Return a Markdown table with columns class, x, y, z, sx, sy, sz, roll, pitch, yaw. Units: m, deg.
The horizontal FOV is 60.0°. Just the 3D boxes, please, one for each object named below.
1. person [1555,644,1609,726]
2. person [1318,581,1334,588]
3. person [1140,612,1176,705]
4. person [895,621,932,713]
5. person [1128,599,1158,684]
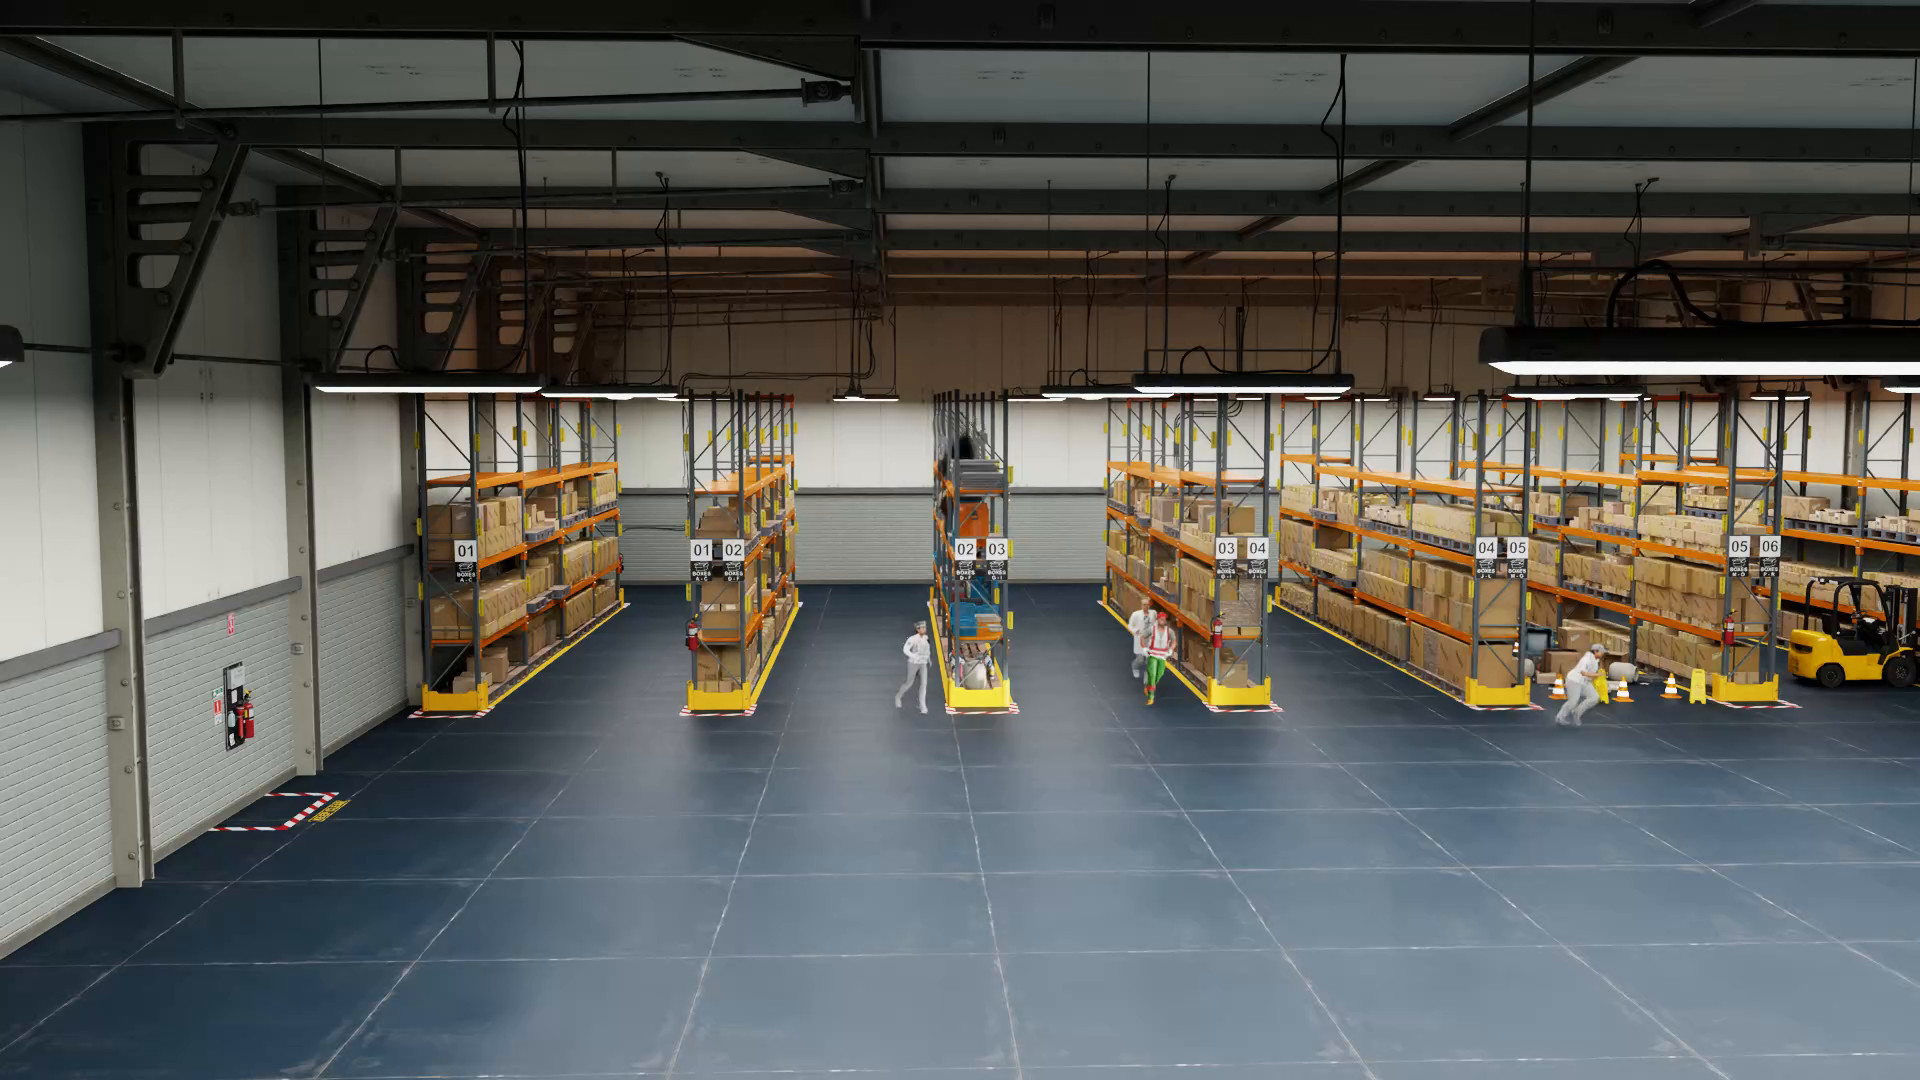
| class | x | y | z | sx | sy | sz | roll | pitch | yaw |
| --- | --- | --- | --- | --- | --- | --- | --- | --- | --- |
| person | 11.063 | 2.557 | 29.532 | 0.911 | 1.516 | 0.640 | 4 | 6 | 43 |
| person | 10.727 | 0.849 | 48.954 | 0.811 | 1.748 | 0.697 | 0 | 5 | -2 |
| person | 3.816 | 2.247 | 31.990 | 0.708 | 1.752 | 0.844 | 0 | 5 | -5 |
| person | -0.762 | 2.343 | 31.111 | 0.672 | 1.673 | 0.918 | -3 | 6 | -34 |
| person | 3.764 | 2.111 | 34.031 | 0.695 | 1.672 | 0.991 | -1 | 5 | -9 |
